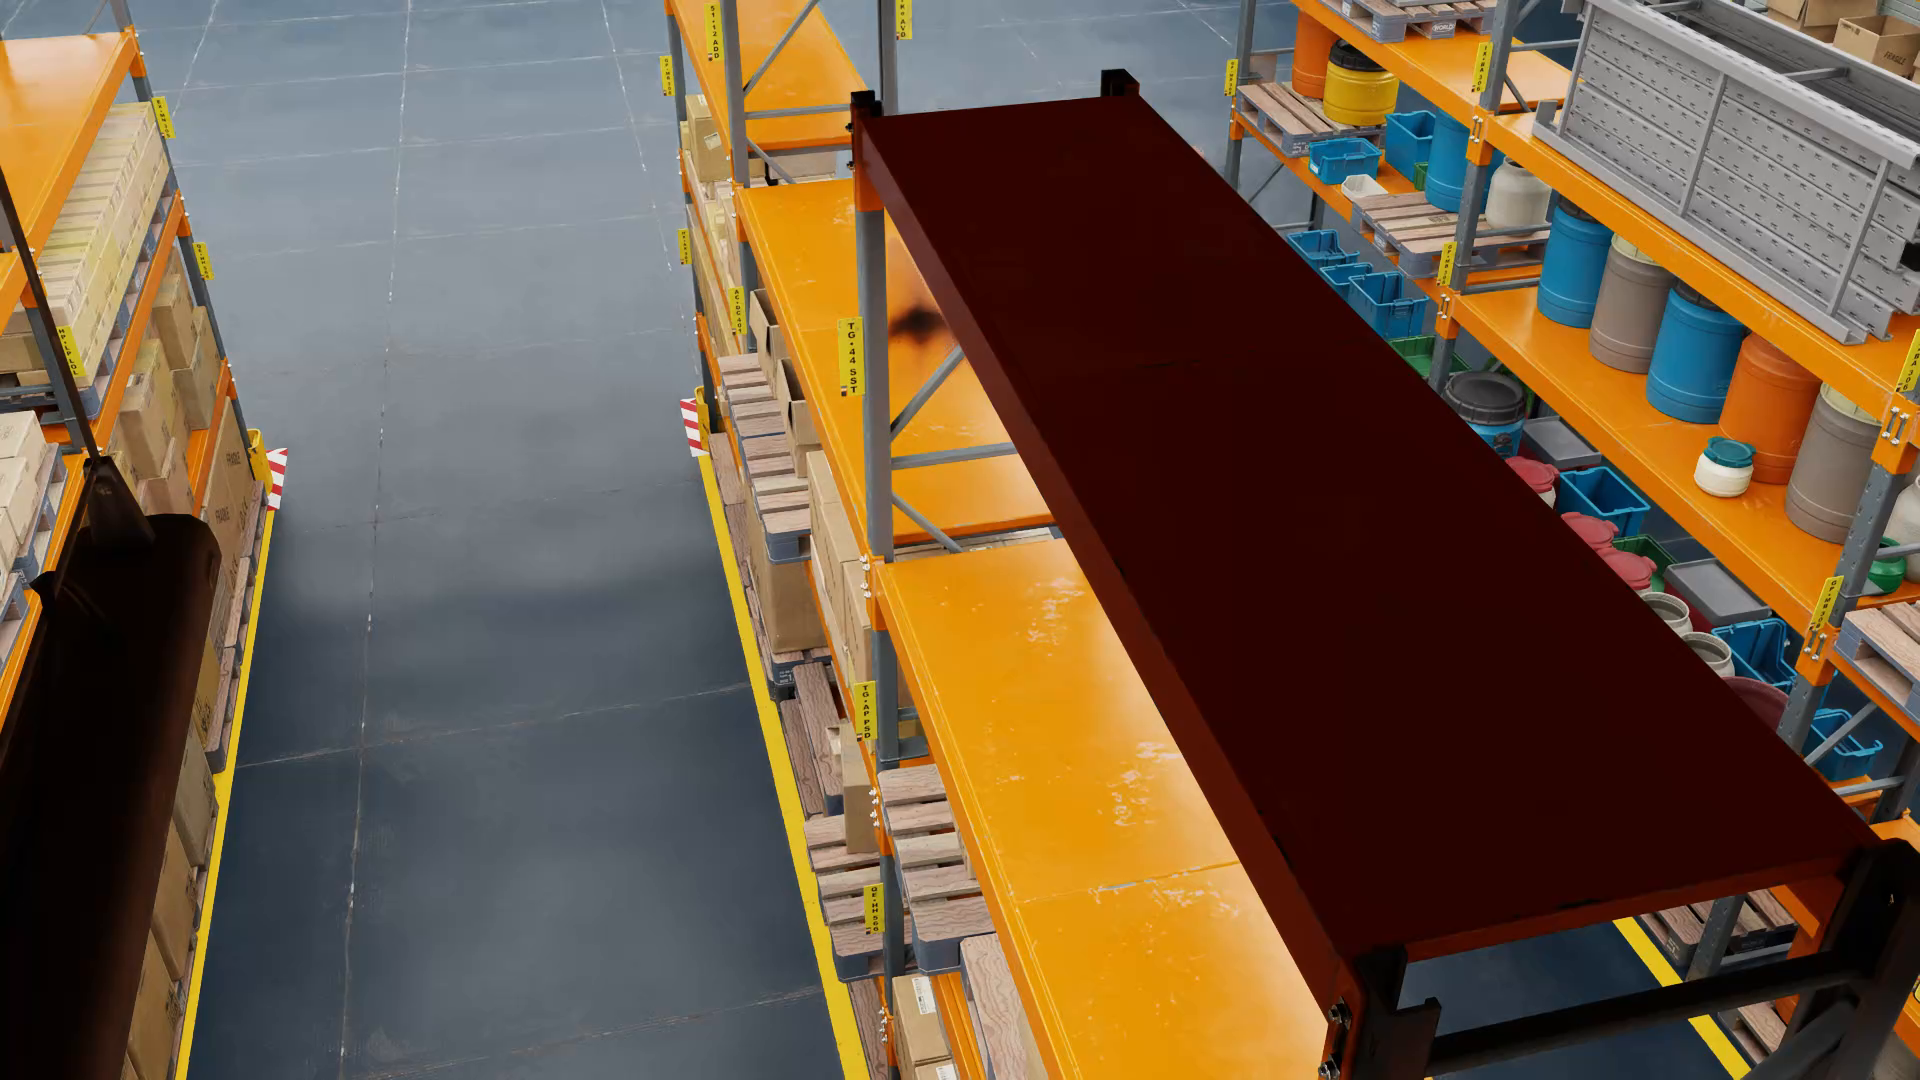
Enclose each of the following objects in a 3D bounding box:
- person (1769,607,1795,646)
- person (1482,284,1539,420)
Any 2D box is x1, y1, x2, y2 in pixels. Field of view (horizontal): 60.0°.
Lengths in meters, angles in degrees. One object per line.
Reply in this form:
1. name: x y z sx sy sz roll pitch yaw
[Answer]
1. person: 6.242 0.058 12.615 0.510 1.584 0.676 -18 38 -24
2. person: 5.008 -1.622 14.890 0.622 1.796 1.153 -4 35 -5
